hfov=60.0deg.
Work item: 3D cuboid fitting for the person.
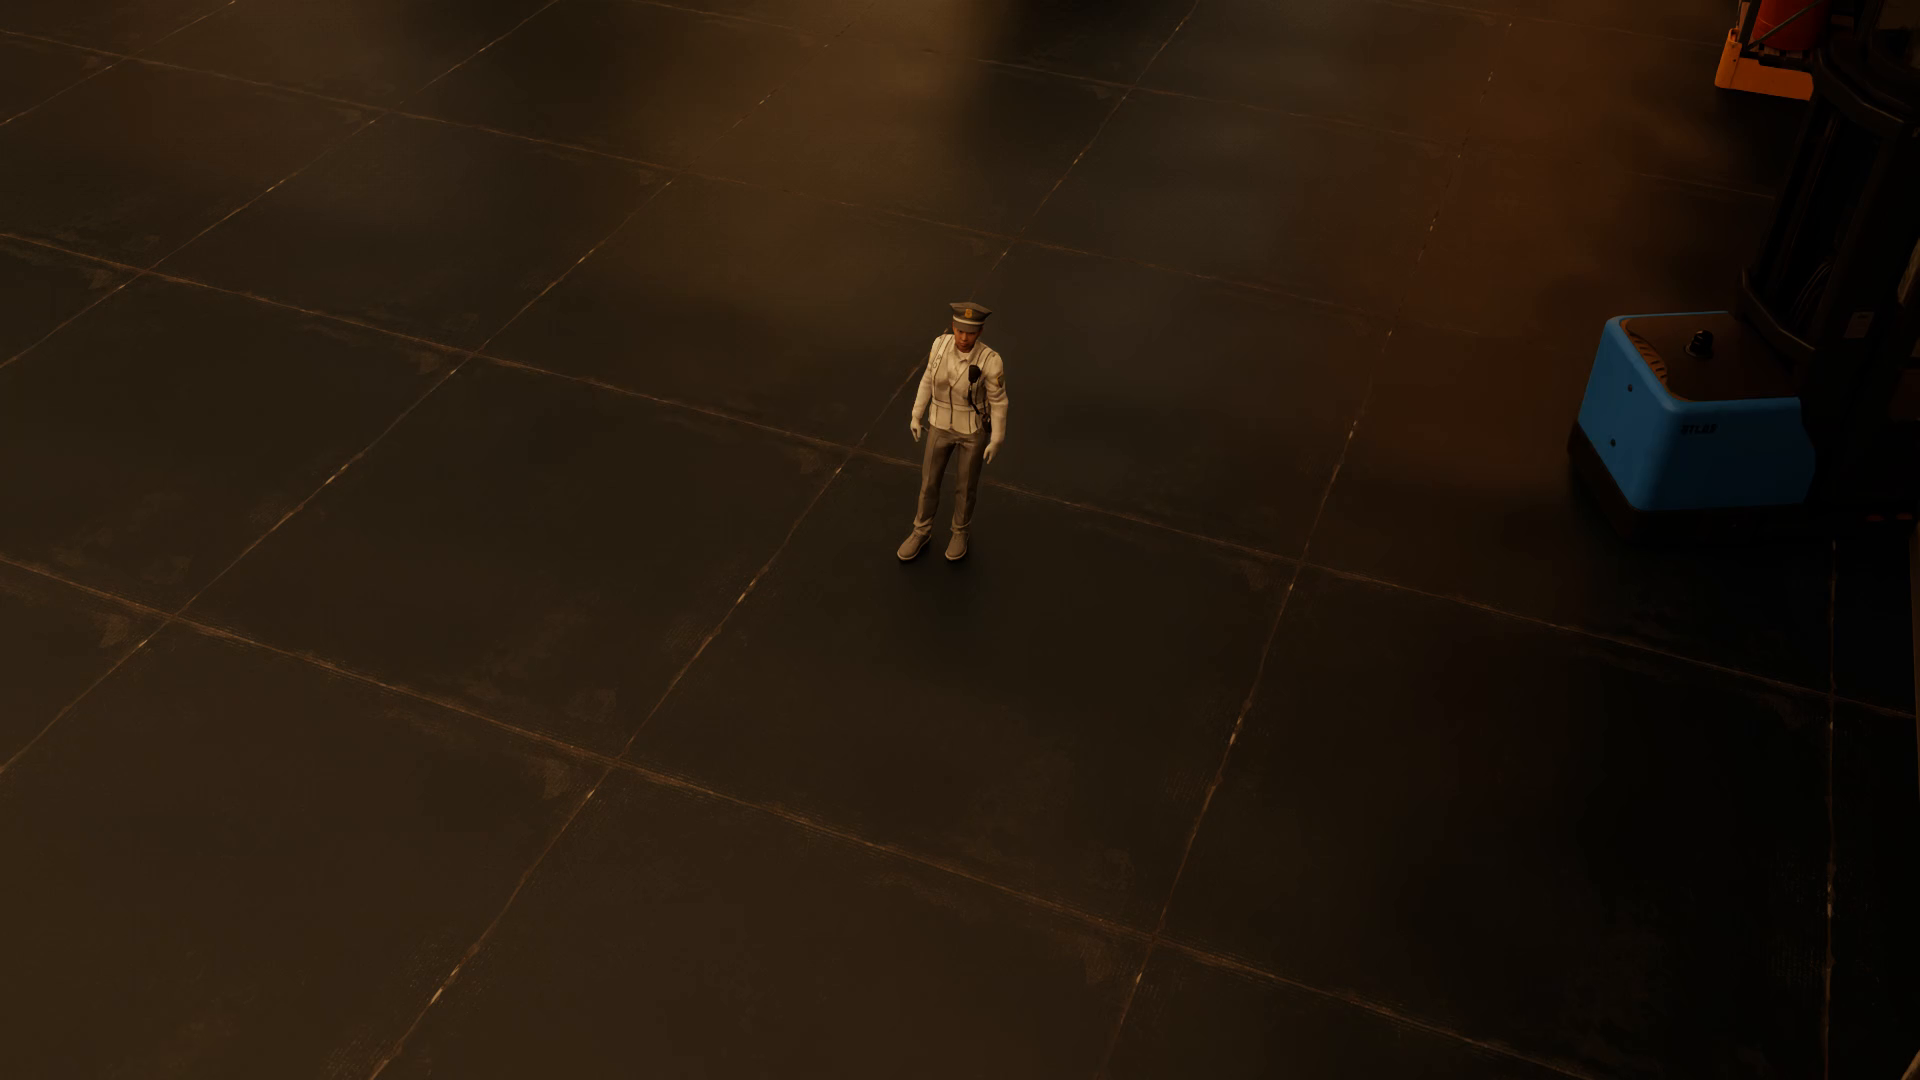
[{"bbox_3d":[-0.032,-0.616,9.695,0.587,1.695,0.531,15,42,17],"label":"person"}]

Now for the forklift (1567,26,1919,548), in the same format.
[{"bbox_3d":[5.514,-1.458,9.748,3.031,2.935,1.130,-3,40,-4],"label":"forklift"}]
